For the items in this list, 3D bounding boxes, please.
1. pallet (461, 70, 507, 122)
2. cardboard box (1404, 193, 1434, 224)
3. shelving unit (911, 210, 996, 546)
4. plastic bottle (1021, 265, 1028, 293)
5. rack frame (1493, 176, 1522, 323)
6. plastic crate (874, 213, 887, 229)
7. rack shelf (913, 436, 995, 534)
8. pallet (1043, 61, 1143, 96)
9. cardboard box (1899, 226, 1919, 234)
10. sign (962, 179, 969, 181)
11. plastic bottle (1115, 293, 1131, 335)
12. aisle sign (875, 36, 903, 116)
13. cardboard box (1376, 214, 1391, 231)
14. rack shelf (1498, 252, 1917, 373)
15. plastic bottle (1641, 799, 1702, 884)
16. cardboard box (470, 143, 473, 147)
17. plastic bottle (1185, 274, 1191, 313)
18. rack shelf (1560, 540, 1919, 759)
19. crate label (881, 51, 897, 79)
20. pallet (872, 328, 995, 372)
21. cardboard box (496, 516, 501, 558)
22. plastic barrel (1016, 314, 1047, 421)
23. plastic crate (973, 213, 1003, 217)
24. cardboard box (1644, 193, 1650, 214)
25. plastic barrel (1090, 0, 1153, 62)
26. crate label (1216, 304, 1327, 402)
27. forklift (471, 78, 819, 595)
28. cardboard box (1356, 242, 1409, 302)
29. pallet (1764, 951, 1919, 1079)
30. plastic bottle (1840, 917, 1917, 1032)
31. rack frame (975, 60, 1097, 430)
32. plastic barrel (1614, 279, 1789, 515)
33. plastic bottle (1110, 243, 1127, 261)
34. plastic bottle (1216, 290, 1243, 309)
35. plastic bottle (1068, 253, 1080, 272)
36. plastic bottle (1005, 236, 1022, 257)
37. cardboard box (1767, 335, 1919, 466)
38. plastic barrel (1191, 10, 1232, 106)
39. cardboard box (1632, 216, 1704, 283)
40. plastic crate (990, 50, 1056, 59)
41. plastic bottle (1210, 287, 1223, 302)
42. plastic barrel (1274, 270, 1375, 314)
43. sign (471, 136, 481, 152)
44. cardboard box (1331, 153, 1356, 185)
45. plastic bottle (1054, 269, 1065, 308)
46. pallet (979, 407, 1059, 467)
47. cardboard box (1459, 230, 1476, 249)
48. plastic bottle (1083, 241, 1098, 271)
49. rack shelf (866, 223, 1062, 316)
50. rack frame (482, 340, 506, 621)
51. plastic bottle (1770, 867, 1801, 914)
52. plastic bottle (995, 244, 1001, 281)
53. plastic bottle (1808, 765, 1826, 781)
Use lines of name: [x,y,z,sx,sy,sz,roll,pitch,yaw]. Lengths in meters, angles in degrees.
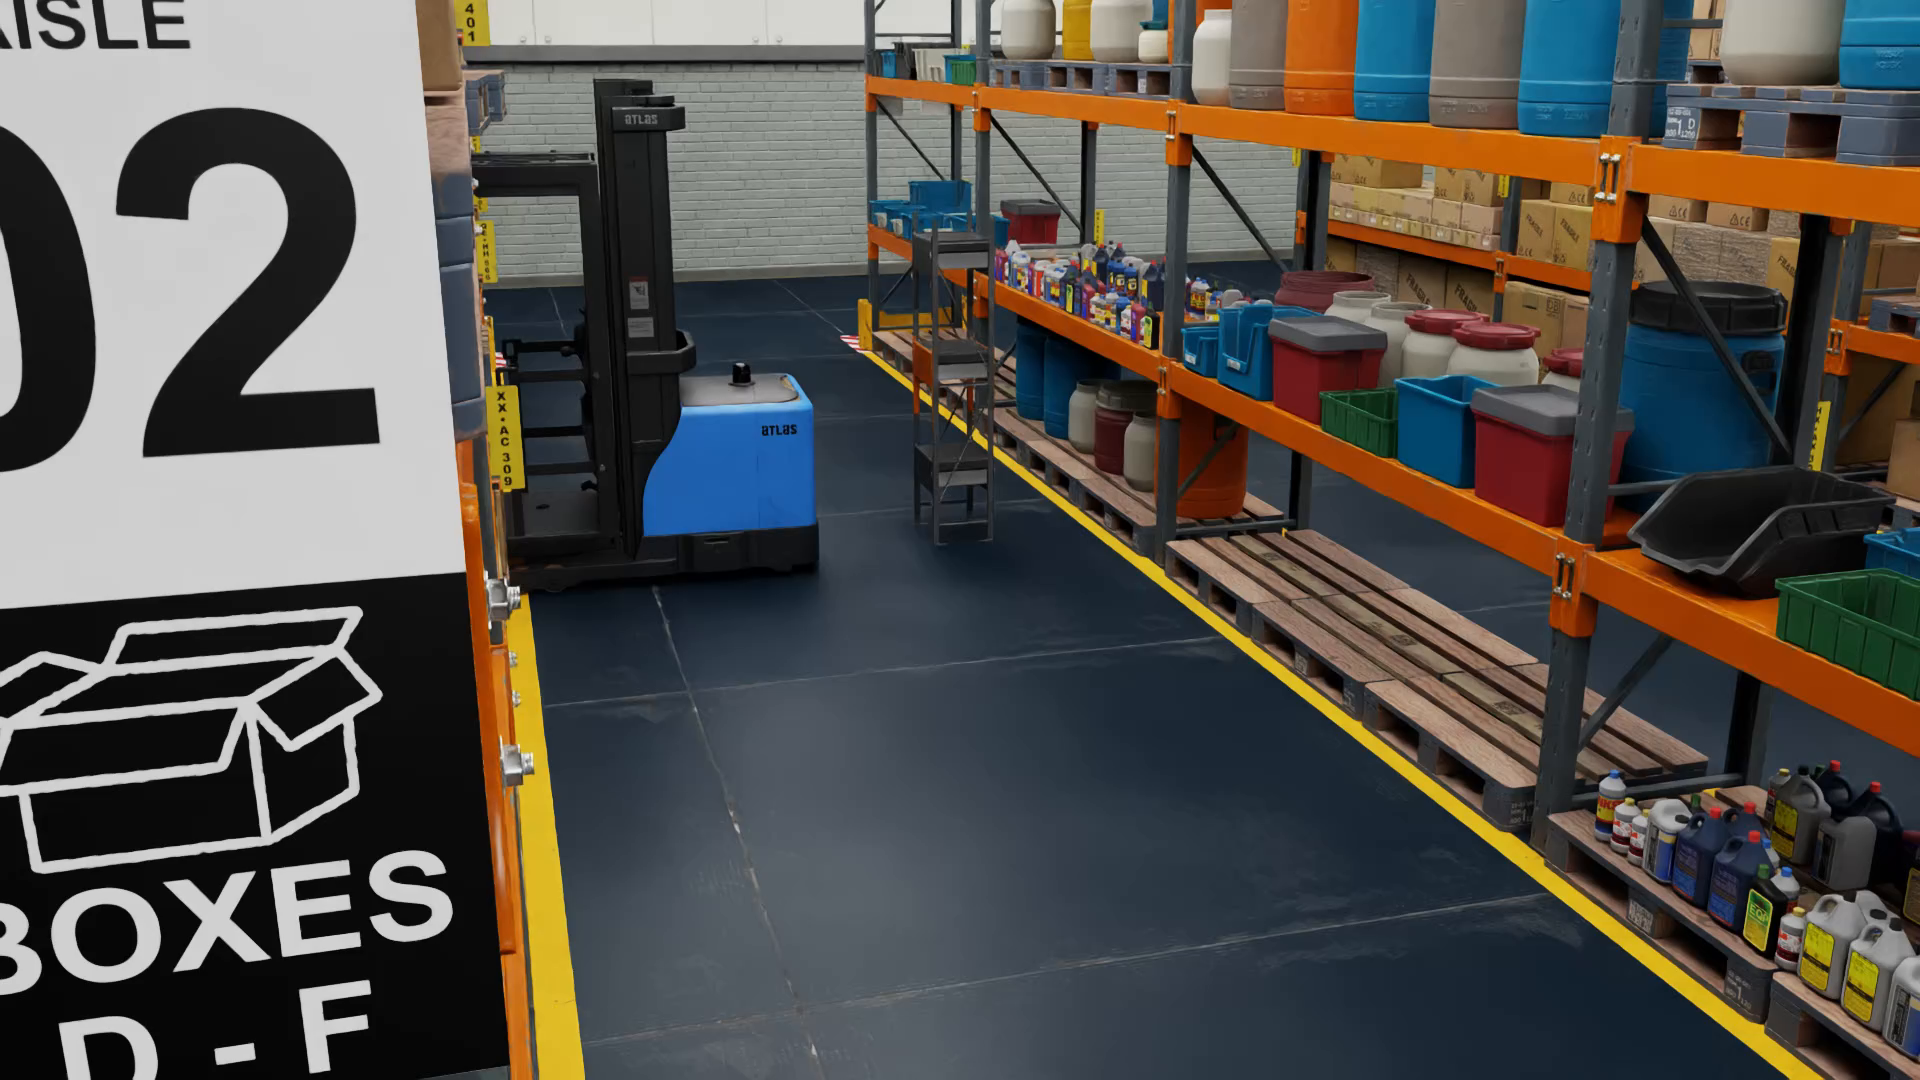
pallet: [-2.769,-2.091,7.813,1.213,0.211,1.003,-4,17,-13]
cardboard box: [4.726,-3.270,16.368,0.500,0.250,0.500,-4,17,-14]
shelving unit: [-0.045,-1.051,10.802,0.431,2.100,0.503,-5,17,-15]
plastic bottle: [0.516,-2.007,12.764,0.097,0.201,0.097,0,17,0]
rack frame: [5.385,-2.814,15.106,1.000,3.000,0.127,-5,17,-15]
plastic crate: [-0.717,-3.242,16.884,0.250,0.136,0.298,-5,17,-15]
rack shelf: [-0.045,-0.368,11.008,0.431,0.518,0.480,-5,17,-15]
pallet: [1.247,-3.246,11.658,1.003,0.211,1.213,-5,17,-15]
cardboard box: [9.702,-3.181,16.764,0.380,0.149,0.250,-5,17,-17]
sign: [0.048,-3.655,17.622,0.100,0.325,0.005,-5,17,-15]
plastic bottle: [1.069,-1.483,10.900,0.097,0.271,0.097,0,17,0]
aisle sign: [-0.782,-4.770,17.100,0.394,0.787,0.004,-5,17,-15]
cardboard box: [4.490,-3.250,16.995,0.380,0.149,0.250,-5,17,-17]
rack shelf: [5.934,-1.916,13.367,1.077,0.370,4.000,-5,17,-15]
plastic bottle: [2.602,1.094,6.064,0.152,0.276,0.135,-4,17,-13]
cardboard box: [-4.426,-3.139,14.275,0.500,0.500,0.500,-4,17,-14]
plastic bottle: [1.591,-1.753,11.798,0.097,0.271,0.097,0,17,0]
rack shelf: [3.371,0.688,4.697,1.077,0.370,4.000,-5,17,-15]
crate label: [-0.534,-4.613,16.141,0.408,0.251,0.502,-5,17,-15]
pallet: [-0.287,-1.962,17.117,1.003,0.211,1.213,-5,17,-15]
cardboard box: [-2.661,0.047,8.655,0.500,0.311,0.500,-4,17,-14]
plastic barrel: [0.756,-1.467,13.538,0.600,0.901,0.708,-5,17,-15]
plastic crate: [0.380,-2.831,15.265,0.437,0.282,0.530,-5,17,-15]
cardboard box: [5.746,-2.975,13.726,0.797,0.503,0.637,-5,17,-15]
plastic barrel: [1.090,-3.497,11.200,0.433,0.535,0.433,0,17,0]
crate label: [1.735,-1.037,9.127,0.502,0.435,0.616,-5,17,-15]
forklift: [-2.445,-1.244,9.999,3.031,2.935,1.130,-4,17,-12]
cardboard box: [4.788,-2.681,17.628,0.875,0.875,0.875,-5,17,-15]
pallet: [3.305,1.653,5.081,1.003,0.211,1.213,-5,17,-15]
plastic bottle: [2.864,1.326,5.164,0.144,0.351,0.185,-4,17,-13]
rack frame: [0.623,-2.422,13.802,1.000,3.000,0.127,-5,17,-15]
plastic barrel: [3.006,-0.580,6.799,0.600,0.901,0.708,-5,17,-15]
plastic bottle: [1.241,-2.119,12.879,0.144,0.351,0.185,-5,17,-15]
plastic bottle: [1.787,-1.530,11.046,0.152,0.276,0.135,-5,17,-15]
plastic bottle: [0.927,-2.229,13.503,0.097,0.201,0.097,0,17,0]
plastic bottle: [0.419,-2.265,13.362,0.144,0.351,0.185,-5,17,-15]
cardboard box: [6.314,-1.084,12.308,1.225,0.875,0.875,-6,18,-18]
plastic barrel: [1.513,-2.696,9.304,0.421,0.512,0.421,0,17,0]
cardboard box: [5.694,-2.295,13.204,0.500,0.500,0.500,-4,17,-14]
plastic crate: [0.545,-4.162,14.605,0.497,0.269,0.590,-5,17,-15]
plastic bottle: [1.723,-1.557,11.145,0.097,0.271,0.097,0,17,0]
plastic barrel: [2.141,-1.277,9.752,0.600,0.536,0.708,-5,17,-15]
sign: [-4.701,-3.882,16.101,0.100,0.325,0.005,-5,17,-15]
cardboard box: [4.295,-4.058,17.686,0.500,0.500,0.500,-5,17,-17]
plastic bottle: [0.734,-1.821,12.024,0.097,0.271,0.097,0,17,0]
pallet: [0.795,-0.870,13.482,1.003,0.211,1.213,-5,17,-15]
cardboard box: [4.915,-2.823,15.574,0.380,0.149,0.250,-4,17,-14]
plastic bottle: [1.051,-2.159,13.011,0.144,0.351,0.185,-5,17,-15]
rack shelf: [0.073,-2.631,15.747,1.077,0.370,4.000,-5,17,-15]
rack frame: [-3.042,-0.925,8.818,1.000,3.000,0.127,-5,17,-15]
plastic bottle: [2.772,1.233,5.613,0.097,0.271,0.097,0,17,0]
plastic bottle: [0.313,-2.231,13.369,0.061,0.283,0.133,-5,17,-15]
plastic bottle: [3.271,0.988,6.407,0.061,0.283,0.133,-4,17,-12]
